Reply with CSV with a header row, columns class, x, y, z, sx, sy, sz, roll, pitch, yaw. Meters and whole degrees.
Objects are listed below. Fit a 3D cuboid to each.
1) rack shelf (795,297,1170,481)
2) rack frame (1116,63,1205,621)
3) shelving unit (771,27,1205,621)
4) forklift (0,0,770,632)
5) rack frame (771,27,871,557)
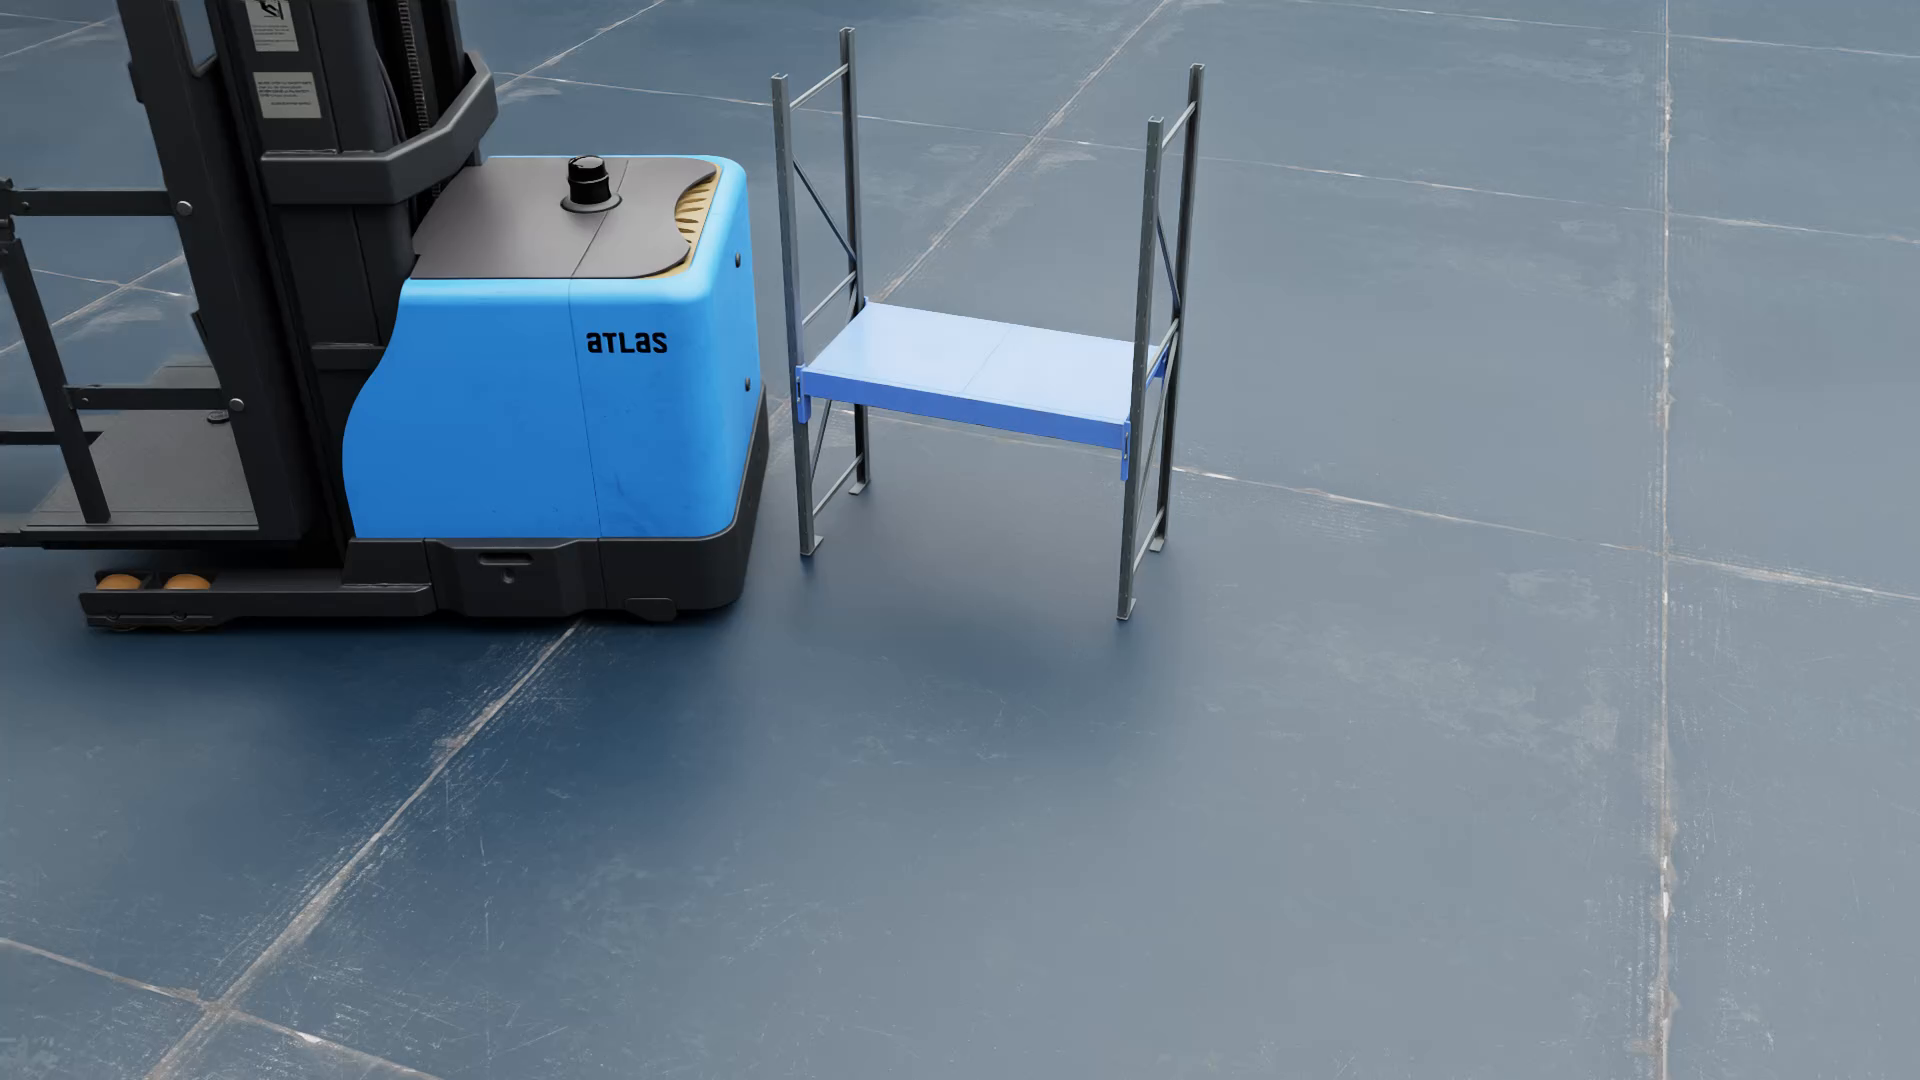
class,x,y,z,sx,sy,sz,roll,pitch,yaw
rack shelf,0.080,-0.463,4.917,1.000,0.185,0.538,11,34,16
rack frame,0.559,-0.521,4.675,0.032,1.500,0.500,11,34,16
shelving unit,0.080,-0.614,4.819,1.048,1.500,0.538,11,34,16
forklift,-2.155,-1.252,4.488,3.031,2.935,1.130,0,33,0
rack frame,-0.398,-0.708,4.963,0.032,1.500,0.500,11,34,16
